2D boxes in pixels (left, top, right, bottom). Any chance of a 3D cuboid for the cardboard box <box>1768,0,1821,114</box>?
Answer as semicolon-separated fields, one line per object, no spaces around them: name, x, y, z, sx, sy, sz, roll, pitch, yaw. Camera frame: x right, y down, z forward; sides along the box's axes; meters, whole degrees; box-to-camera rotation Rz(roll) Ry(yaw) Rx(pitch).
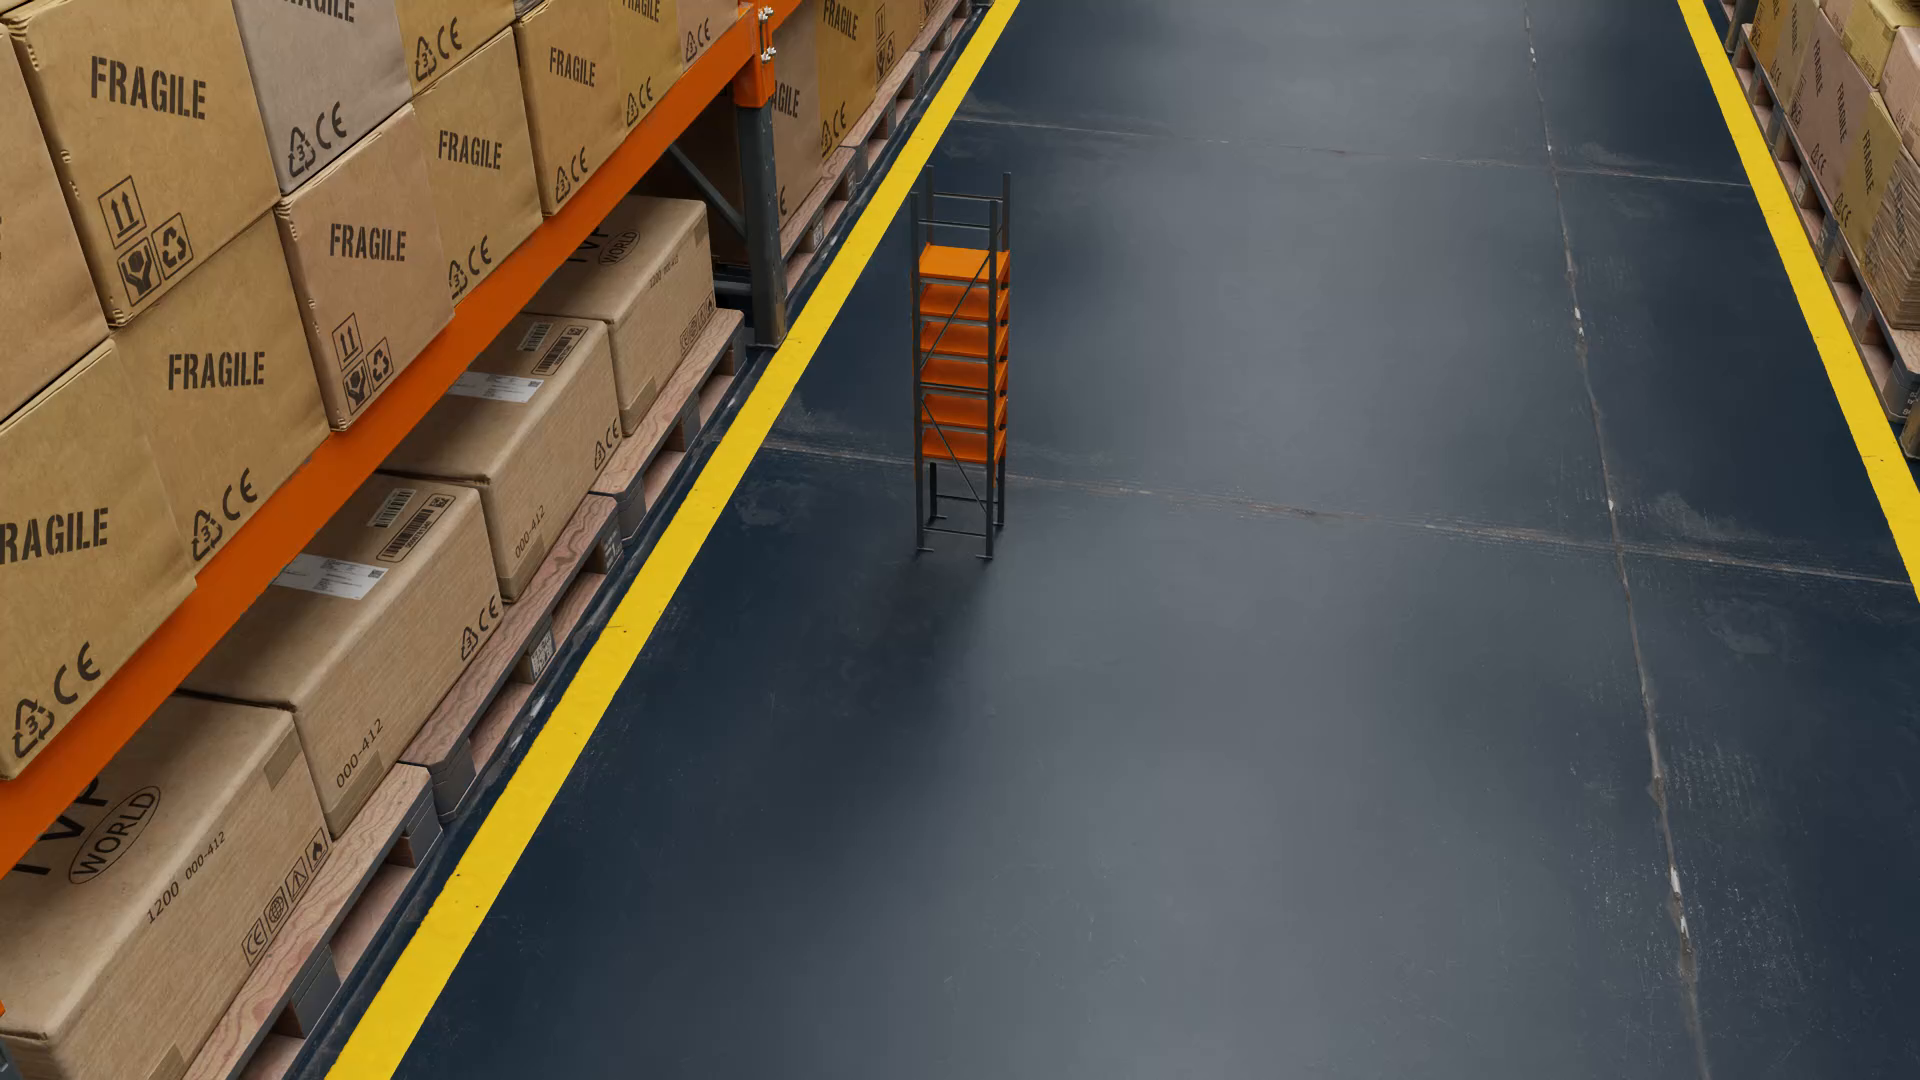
cardboard box;4.050;-2.245;7.564;0.500;0.500;0.500;8;37;11

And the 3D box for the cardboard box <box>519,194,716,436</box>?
cardboard box;-1.396;-0.805;5.630;0.875;0.438;0.875;7;36;9

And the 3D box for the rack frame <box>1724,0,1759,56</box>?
rack frame;4.555;-3.749;7.867;1.000;3.000;0.127;7;37;10

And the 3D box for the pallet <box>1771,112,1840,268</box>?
pallet;4.123;-1.475;7.106;1.003;0.211;1.213;7;37;10

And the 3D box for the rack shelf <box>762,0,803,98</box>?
rack shelf;-0.730;-2.874;7.273;1.077;0.370;4.000;7;37;10

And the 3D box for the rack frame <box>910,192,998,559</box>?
rack frame;-0.016;-0.442;4.837;0.240;1.200;0.006;7;37;10

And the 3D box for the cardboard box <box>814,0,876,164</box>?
cardboard box;-0.918;-2.213;7.200;0.875;0.875;0.875;8;37;11

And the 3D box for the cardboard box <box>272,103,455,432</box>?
cardboard box;-1.421;-0.588;3.420;0.500;0.500;0.500;7;37;10

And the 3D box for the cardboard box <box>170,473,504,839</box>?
cardboard box;-1.781;0.225;4.209;0.875;0.438;0.875;8;37;11

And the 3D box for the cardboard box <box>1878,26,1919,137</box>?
cardboard box;3.735;-1.669;6.131;0.500;0.250;0.500;9;37;12

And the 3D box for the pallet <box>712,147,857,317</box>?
pallet;-1.066;-1.342;6.921;1.003;0.211;1.213;7;37;10

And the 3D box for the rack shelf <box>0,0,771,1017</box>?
rack shelf;-1.584;-0.581;4.108;1.077;0.370;4.000;7;37;10

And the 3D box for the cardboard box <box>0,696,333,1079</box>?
cardboard box;-1.968;0.751;3.483;0.875;0.438;0.875;6;36;8

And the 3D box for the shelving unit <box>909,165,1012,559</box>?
shelving unit;0.003;-0.494;4.909;0.258;1.200;0.189;7;37;10

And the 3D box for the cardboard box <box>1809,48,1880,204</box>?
cardboard box;3.836;-1.658;6.753;0.500;0.500;0.500;7;36;9

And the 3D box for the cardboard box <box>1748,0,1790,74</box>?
cardboard box;4.154;-2.534;7.962;0.500;0.500;0.500;6;36;8

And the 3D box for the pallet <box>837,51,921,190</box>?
pallet;-0.808;-2.043;7.889;1.003;0.211;1.213;7;37;10

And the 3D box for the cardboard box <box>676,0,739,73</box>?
cardboard box;-1.007;-1.761;5.039;0.500;0.500;0.500;8;37;10

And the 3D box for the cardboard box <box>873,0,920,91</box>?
cardboard box;-0.726;-2.725;7.907;0.875;0.875;0.875;8;37;11

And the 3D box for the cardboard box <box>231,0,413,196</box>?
cardboard box;-1.425;-1.004;3.141;0.500;0.500;0.500;7;37;10

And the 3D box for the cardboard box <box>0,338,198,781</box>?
cardboard box;-1.629;-0.005;2.616;0.500;0.500;0.500;7;37;10

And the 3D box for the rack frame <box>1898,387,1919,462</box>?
rack frame;3.700;-1.456;4.703;1.000;3.000;0.127;7;37;10

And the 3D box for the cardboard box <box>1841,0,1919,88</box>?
cardboard box;3.834;-1.974;6.551;0.500;0.250;0.500;6;36;8

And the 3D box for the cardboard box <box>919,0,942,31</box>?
cardboard box;-0.531;-3.236;8.612;0.875;0.875;0.875;7;37;10

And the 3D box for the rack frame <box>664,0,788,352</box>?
rack frame;-1.157;-2.019;5.479;1.000;3.000;0.127;7;37;10

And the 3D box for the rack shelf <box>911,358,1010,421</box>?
rack shelf;0.003;-0.458;4.935;0.258;0.103;0.180;7;37;10

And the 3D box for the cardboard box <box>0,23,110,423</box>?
cardboard box;-1.631;-0.410;2.323;0.500;0.500;0.500;7;36;9

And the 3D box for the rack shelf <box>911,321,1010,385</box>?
rack shelf;0.003;-0.555;4.865;0.258;0.103;0.180;7;37;10

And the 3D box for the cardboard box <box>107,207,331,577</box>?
cardboard box;-1.548;-0.299;3.021;0.500;0.500;0.500;7;36;9

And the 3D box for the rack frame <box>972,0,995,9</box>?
rack frame;-0.303;-4.312;8.643;1.000;3.000;0.127;7;37;10

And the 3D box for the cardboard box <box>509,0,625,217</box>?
cardboard box;-1.204;-1.176;4.231;0.500;0.500;0.500;7;36;9

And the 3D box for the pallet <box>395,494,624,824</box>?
pallet;-1.654;0.238;4.742;1.003;0.211;1.213;7;37;10

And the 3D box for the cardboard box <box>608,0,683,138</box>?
cardboard box;-1.111;-1.466;4.631;0.500;0.500;0.500;6;36;9

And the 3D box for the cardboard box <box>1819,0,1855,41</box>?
cardboard box;3.944;-2.273;6.964;0.500;0.250;0.500;8;37;10

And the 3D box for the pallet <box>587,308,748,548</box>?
pallet;-1.396;-0.464;5.710;1.003;0.211;1.213;7;37;10

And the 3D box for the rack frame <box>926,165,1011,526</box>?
rack frame;0.023;-0.547;4.982;0.240;1.200;0.006;7;37;10

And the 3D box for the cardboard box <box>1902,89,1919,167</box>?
cardboard box;3.612;-1.377;5.726;0.500;0.250;0.500;6;36;9

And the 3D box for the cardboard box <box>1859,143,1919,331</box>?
cardboard box;3.612;-1.070;5.943;0.500;0.500;0.500;7;36;9

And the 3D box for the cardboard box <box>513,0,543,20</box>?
cardboard box;-1.204;-1.576;3.931;0.500;0.500;0.500;8;37;11

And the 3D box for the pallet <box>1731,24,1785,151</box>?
pallet;4.386;-2.173;8.068;1.003;0.211;1.213;7;37;10

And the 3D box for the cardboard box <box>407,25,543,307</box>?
cardboard box;-1.331;-0.877;3.819;0.500;0.500;0.500;8;37;12

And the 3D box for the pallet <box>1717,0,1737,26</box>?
pallet;4.797;-3.063;9.296;1.003;0.211;1.213;7;37;10

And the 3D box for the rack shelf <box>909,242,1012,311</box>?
rack shelf;0.003;-0.750;4.724;0.258;0.103;0.180;7;37;10

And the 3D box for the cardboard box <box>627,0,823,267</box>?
cardboard box;-1.103;-1.694;6.484;0.875;0.875;0.875;8;37;11

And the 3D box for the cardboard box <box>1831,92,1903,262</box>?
cardboard box;3.722;-1.364;6.348;0.500;0.500;0.500;6;36;9

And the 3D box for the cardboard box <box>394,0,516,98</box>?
cardboard box;-1.319;-1.290;3.536;0.500;0.500;0.500;7;37;10

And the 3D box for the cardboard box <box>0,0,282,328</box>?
cardboard box;-1.527;-0.707;2.733;0.500;0.500;0.500;6;36;9

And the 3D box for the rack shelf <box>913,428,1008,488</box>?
rack shelf;0.003;-0.264;5.076;0.258;0.103;0.180;7;37;10

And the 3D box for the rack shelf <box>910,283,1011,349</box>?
rack shelf;0.003;-0.652;4.795;0.258;0.103;0.180;7;37;10

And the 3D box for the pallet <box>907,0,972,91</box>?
pallet;-0.545;-2.740;8.851;1.003;0.211;1.213;7;37;10

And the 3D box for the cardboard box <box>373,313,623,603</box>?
cardboard box;-1.587;-0.292;4.922;0.875;0.438;0.875;6;36;9

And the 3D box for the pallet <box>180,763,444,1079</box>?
pallet;-1.917;0.935;3.780;1.003;0.211;1.213;7;37;10

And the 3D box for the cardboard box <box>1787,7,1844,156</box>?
cardboard box;3.945;-1.950;7.157;0.500;0.500;0.500;6;36;9

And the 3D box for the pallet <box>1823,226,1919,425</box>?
pallet;3.865;-0.774;6.138;1.003;0.211;1.213;7;37;10

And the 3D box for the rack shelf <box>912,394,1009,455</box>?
rack shelf;0.003;-0.361;5.006;0.258;0.103;0.180;7;37;10
